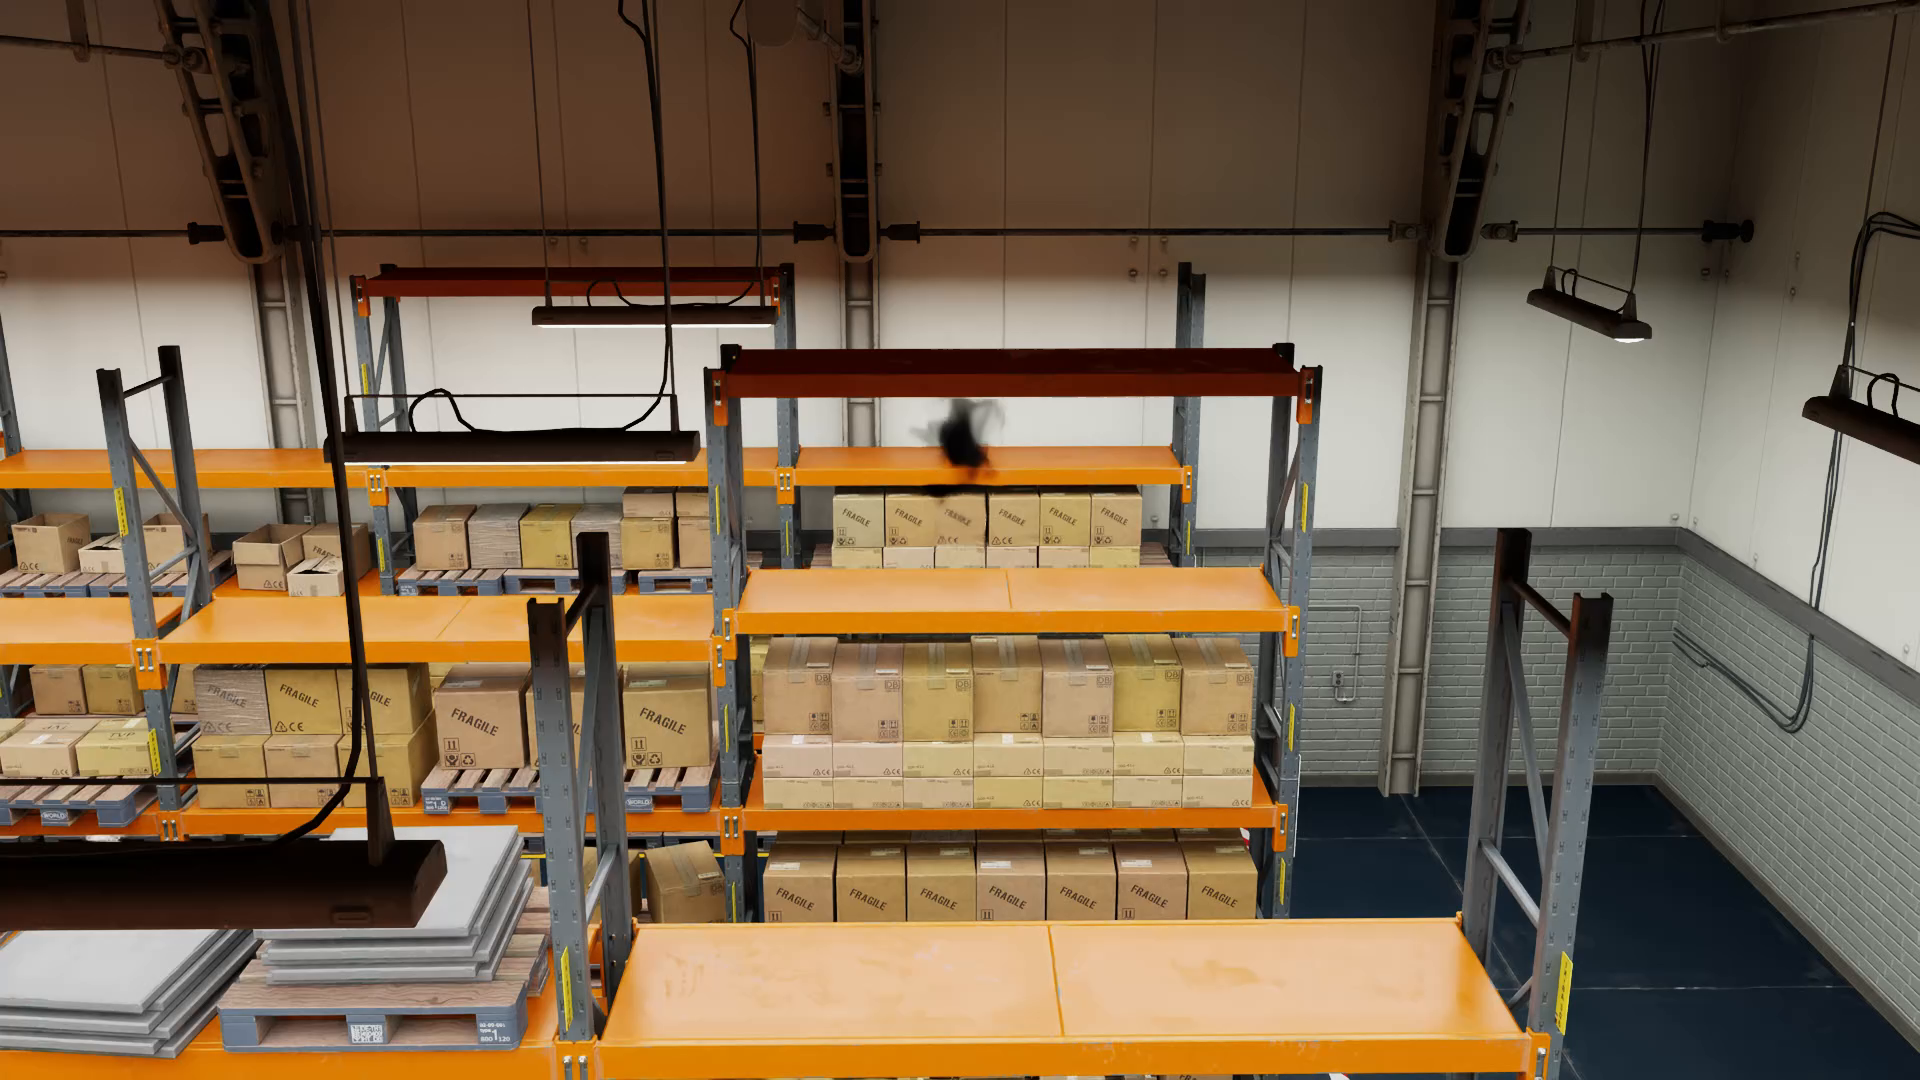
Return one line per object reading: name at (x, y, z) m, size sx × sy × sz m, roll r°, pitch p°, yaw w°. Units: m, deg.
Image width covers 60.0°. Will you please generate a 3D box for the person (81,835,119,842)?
person at (-7.660, 3.072, 15.023) m, size 0.739 × 1.670 × 0.581 m, roll -3°, pitch 16°, yaw -11°
